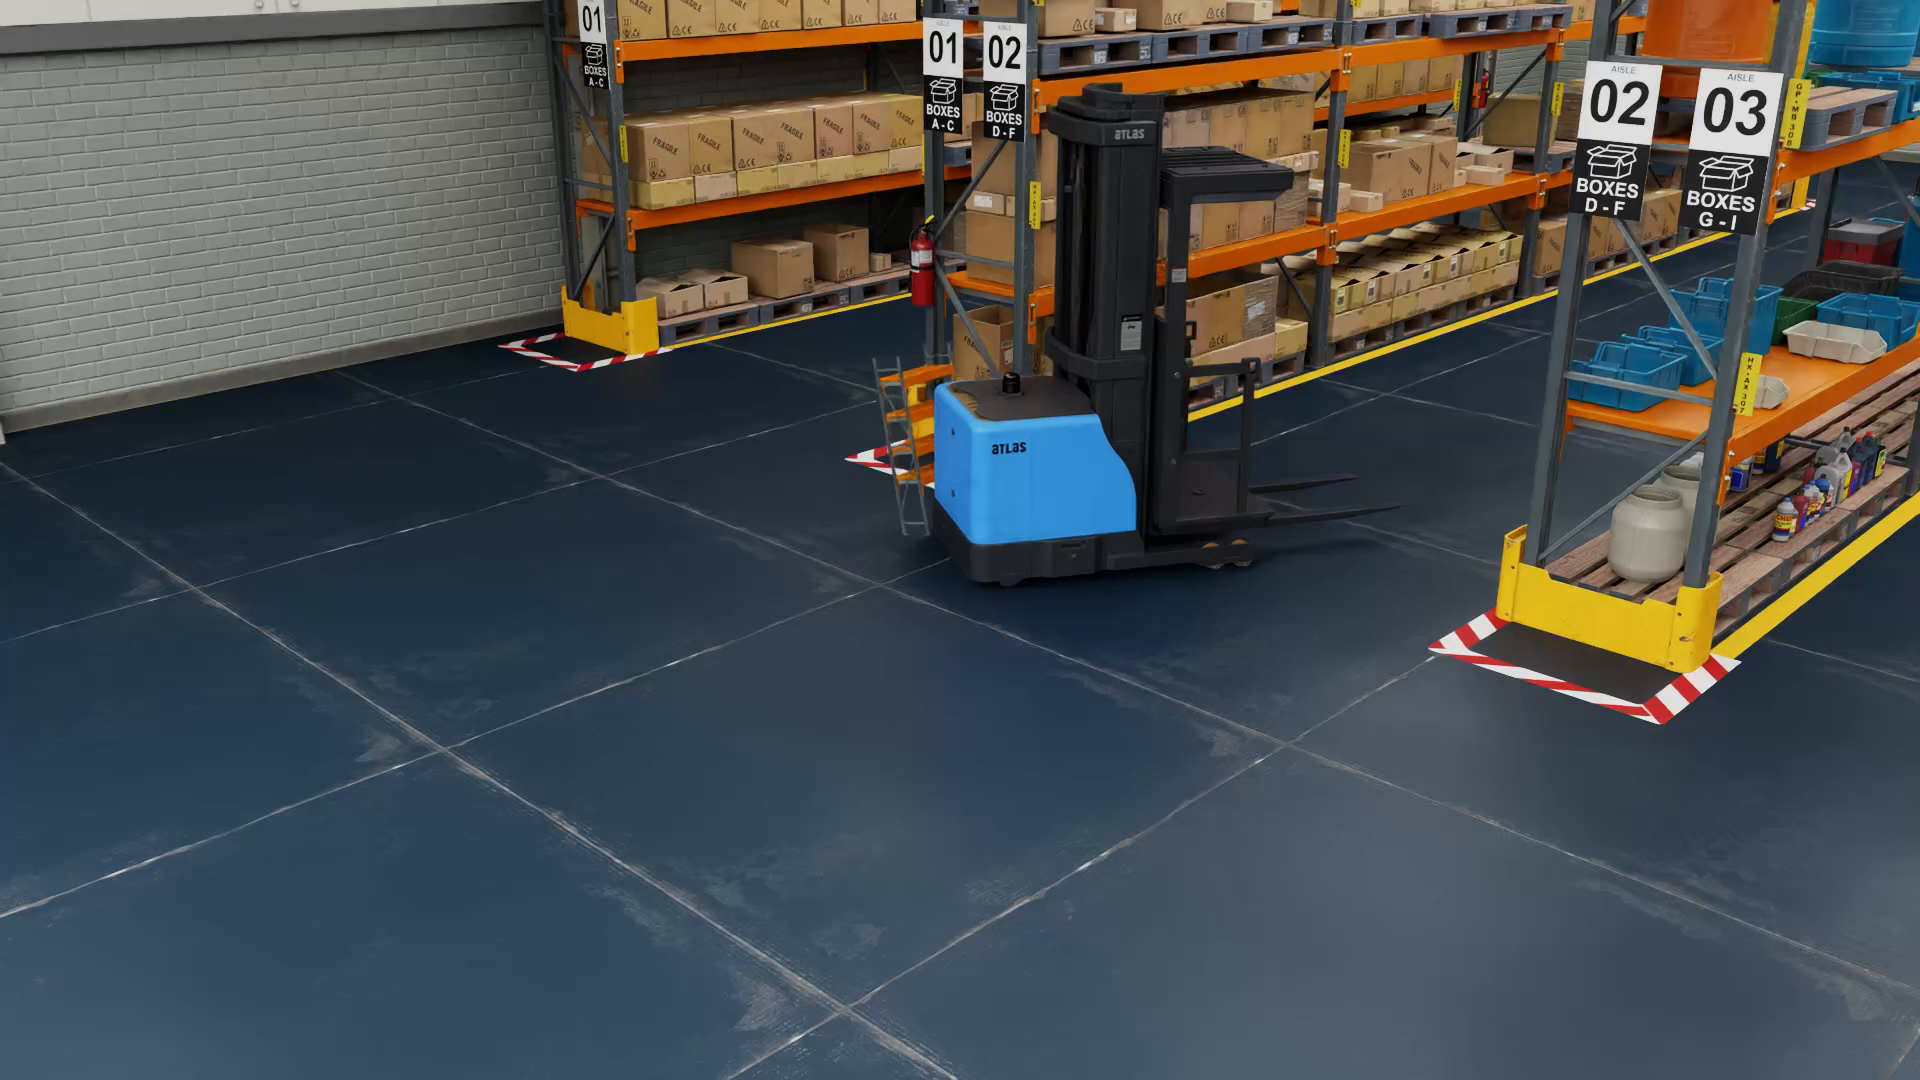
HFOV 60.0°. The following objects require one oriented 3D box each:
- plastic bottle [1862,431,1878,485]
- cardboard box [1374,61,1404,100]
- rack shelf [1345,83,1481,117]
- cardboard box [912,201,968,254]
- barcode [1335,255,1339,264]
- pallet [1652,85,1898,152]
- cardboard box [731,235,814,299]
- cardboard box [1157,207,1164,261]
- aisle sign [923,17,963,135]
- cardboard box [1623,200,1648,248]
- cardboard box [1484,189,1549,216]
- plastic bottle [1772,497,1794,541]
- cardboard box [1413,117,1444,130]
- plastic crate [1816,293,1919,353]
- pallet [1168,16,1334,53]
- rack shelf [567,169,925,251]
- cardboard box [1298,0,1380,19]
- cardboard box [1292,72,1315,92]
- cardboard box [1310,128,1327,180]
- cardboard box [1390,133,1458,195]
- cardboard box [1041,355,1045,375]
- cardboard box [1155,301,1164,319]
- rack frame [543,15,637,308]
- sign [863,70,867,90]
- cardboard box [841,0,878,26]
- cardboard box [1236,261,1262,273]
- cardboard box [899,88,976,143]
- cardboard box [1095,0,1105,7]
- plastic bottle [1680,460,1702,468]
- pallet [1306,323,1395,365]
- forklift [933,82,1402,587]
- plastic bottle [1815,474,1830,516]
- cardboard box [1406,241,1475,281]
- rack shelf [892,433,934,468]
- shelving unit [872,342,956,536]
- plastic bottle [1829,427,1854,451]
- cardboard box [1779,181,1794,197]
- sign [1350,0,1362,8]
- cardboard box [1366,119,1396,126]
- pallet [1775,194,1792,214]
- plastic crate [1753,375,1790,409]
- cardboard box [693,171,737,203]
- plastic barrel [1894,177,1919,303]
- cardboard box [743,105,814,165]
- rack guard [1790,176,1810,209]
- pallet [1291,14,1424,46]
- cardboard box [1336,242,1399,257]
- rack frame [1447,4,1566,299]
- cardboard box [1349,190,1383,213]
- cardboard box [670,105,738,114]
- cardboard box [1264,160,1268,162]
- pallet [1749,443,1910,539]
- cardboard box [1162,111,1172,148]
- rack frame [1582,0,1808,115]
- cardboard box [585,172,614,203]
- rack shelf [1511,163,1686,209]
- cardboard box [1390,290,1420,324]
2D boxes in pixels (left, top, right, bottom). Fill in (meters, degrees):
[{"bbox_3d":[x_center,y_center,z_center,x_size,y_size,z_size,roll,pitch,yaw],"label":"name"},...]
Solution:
[{"bbox_3d":[6.229,-0.574,11.467,0.144,0.351,0.185,18,28,39],"label":"plastic bottle"},{"bbox_3d":[5.857,-6.841,24.273,0.980,0.700,0.700,18,28,39],"label":"cardboard box"},{"bbox_3d":[6.349,-6.557,24.957,1.077,0.370,4.000,19,28,41],"label":"rack shelf"},{"bbox_3d":[-0.125,-3.555,19.013,0.500,0.500,0.700,-19,28,-40],"label":"cardboard box"},{"bbox_3d":[3.401,-2.532,15.014,0.001,0.075,0.075,19,28,41],"label":"barcode"},{"bbox_3d":[4.328,-2.315,8.999,1.003,0.211,1.213,19,28,41],"label":"pallet"},{"bbox_3d":[-1.925,-2.811,17.078,0.700,0.500,0.500,17,27,37],"label":"cardboard box"},{"bbox_3d":[1.183,-2.481,13.210,0.700,0.500,0.500,19,28,41],"label":"cardboard box"},{"bbox_3d":[-0.122,-3.326,11.923,0.394,0.787,0.004,19,28,41],"label":"aisle sign"},{"bbox_3d":[7.666,-3.726,19.460,0.500,0.500,0.500,20,29,41],"label":"cardboard box"},{"bbox_3d":[6.236,-3.815,18.646,0.500,0.250,0.500,-19,28,-40],"label":"cardboard box"},{"bbox_3d":[5.169,-0.135,10.434,0.097,0.271,0.097,0,21,0],"label":"plastic bottle"},{"bbox_3d":[7.191,-6.390,25.513,0.250,0.149,0.380,-19,28,-41],"label":"cardboard box"},{"bbox_3d":[5.894,-1.421,10.799,0.499,0.251,0.616,19,28,41],"label":"plastic crate"},{"bbox_3d":[2.349,-4.217,13.807,1.003,0.211,1.213,19,28,41],"label":"pallet"},{"bbox_3d":[-2.022,-3.473,16.931,1.077,0.370,4.000,19,28,41],"label":"rack shelf"},{"bbox_3d":[3.362,-4.766,14.736,0.500,0.250,0.500,-17,27,-37],"label":"cardboard box"},{"bbox_3d":[4.464,-6.259,22.595,0.500,0.500,0.500,20,28,41],"label":"cardboard box"},{"bbox_3d":[4.594,-5.372,23.281,0.750,0.750,0.750,20,28,41],"label":"cardboard box"},{"bbox_3d":[4.557,-3.723,16.441,0.500,0.500,0.500,17,27,38],"label":"cardboard box"},{"bbox_3d":[0.637,-1.311,13.553,0.500,0.250,0.500,19,28,41],"label":"cardboard box"},{"bbox_3d":[1.355,-1.661,13.417,0.500,0.500,0.500,19,28,41],"label":"cardboard box"},{"bbox_3d":[-3.417,-3.294,15.465,1.000,3.000,0.127,19,28,41],"label":"rack frame"},{"bbox_3d":[-1.027,-5.001,18.291,0.100,0.325,0.005,19,28,41],"label":"sign"},{"bbox_3d":[-1.164,-5.460,16.752,0.500,0.500,0.500,16,26,36],"label":"cardboard box"},{"bbox_3d":[2.377,-2.306,15.094,0.500,0.500,0.500,19,28,41],"label":"cardboard box"},{"bbox_3d":[-0.247,-4.697,18.361,0.700,0.500,0.500,19,28,41],"label":"cardboard box"},{"bbox_3d":[0.749,-4.009,12.572,0.500,0.250,0.500,19,28,41],"label":"cardboard box"},{"bbox_3d":[4.844,-0.389,11.088,0.152,0.276,0.135,20,28,41],"label":"plastic bottle"},{"bbox_3d":[3.411,-1.981,15.935,1.003,0.211,1.213,19,28,41],"label":"pallet"},{"bbox_3d":[1.395,-1.358,10.523,3.031,2.935,1.130,-6,22,-14],"label":"forklift"},{"bbox_3d":[5.619,-0.301,10.866,0.097,0.271,0.097,0,21,0],"label":"plastic bottle"},{"bbox_3d":[4.814,-2.826,16.711,0.500,0.311,0.500,19,28,40],"label":"cardboard box"},{"bbox_3d":[-0.214,-0.610,11.127,0.258,0.148,0.480,2,17,43],"label":"rack shelf"},{"bbox_3d":[-0.225,-0.675,11.112,0.258,1.200,0.503,2,17,43],"label":"shelving unit"},{"bbox_3d":[6.125,-0.610,11.561,0.144,0.351,0.185,19,28,41],"label":"plastic bottle"},{"bbox_3d":[11.093,-5.006,22.788,0.500,0.500,0.500,19,28,41],"label":"cardboard box"},{"bbox_3d":[3.324,-4.624,13.911,0.100,0.325,0.005,19,28,41],"label":"sign"},{"bbox_3d":[6.389,-6.290,25.254,0.380,0.149,0.250,20,28,41],"label":"cardboard box"},{"bbox_3d":[10.688,-4.642,22.858,1.003,0.211,1.213,19,28,41],"label":"pallet"},{"bbox_3d":[4.536,-0.841,9.450,0.298,0.136,0.250,19,28,41],"label":"plastic crate"},{"bbox_3d":[-2.497,-3.417,15.964,0.500,0.250,0.500,18,28,39],"label":"cardboard box"},{"bbox_3d":[6.958,-2.101,11.660,0.600,0.901,0.708,19,28,41],"label":"plastic barrel"},{"bbox_3d":[-1.800,-4.023,16.496,0.500,0.500,0.500,-19,28,-40],"label":"cardboard box"},{"bbox_3d":[11.243,-4.982,23.340,1.175,0.500,0.348,19,28,41],"label":"rack guard"},{"bbox_3d":[3.531,-4.625,15.011,0.805,0.209,1.217,18,27,39],"label":"pallet"},{"bbox_3d":[4.064,-2.825,16.710,0.500,0.311,0.500,19,28,40],"label":"cardboard box"},{"bbox_3d":[5.715,-4.112,17.592,1.000,3.000,0.127,19,28,41],"label":"rack frame"},{"bbox_3d":[3.690,-3.143,15.421,0.380,0.149,0.250,19,28,41],"label":"cardboard box"},{"bbox_3d":[-2.525,-4.019,16.486,0.500,0.500,0.500,18,28,39],"label":"cardboard box"},{"bbox_3d":[2.352,-3.111,13.944,0.380,0.149,0.250,19,28,41],"label":"cardboard box"},{"bbox_3d":[5.973,-0.379,11.767,1.003,0.211,1.213,19,28,41],"label":"pallet"},{"bbox_3d":[1.220,-3.105,13.023,0.700,0.500,0.500,19,28,41],"label":"cardboard box"},{"bbox_3d":[3.681,-3.615,7.937,1.000,3.000,0.127,19,28,41],"label":"rack frame"},{"bbox_3d":[-3.230,-3.402,15.927,0.500,0.250,0.500,-20,28,-41],"label":"cardboard box"},{"bbox_3d":[7.111,-4.290,19.059,1.077,0.370,4.000,19,28,41],"label":"rack shelf"},{"bbox_3d":[4.101,-2.303,16.132,0.500,0.250,0.500,18,28,39],"label":"cardboard box"}]
